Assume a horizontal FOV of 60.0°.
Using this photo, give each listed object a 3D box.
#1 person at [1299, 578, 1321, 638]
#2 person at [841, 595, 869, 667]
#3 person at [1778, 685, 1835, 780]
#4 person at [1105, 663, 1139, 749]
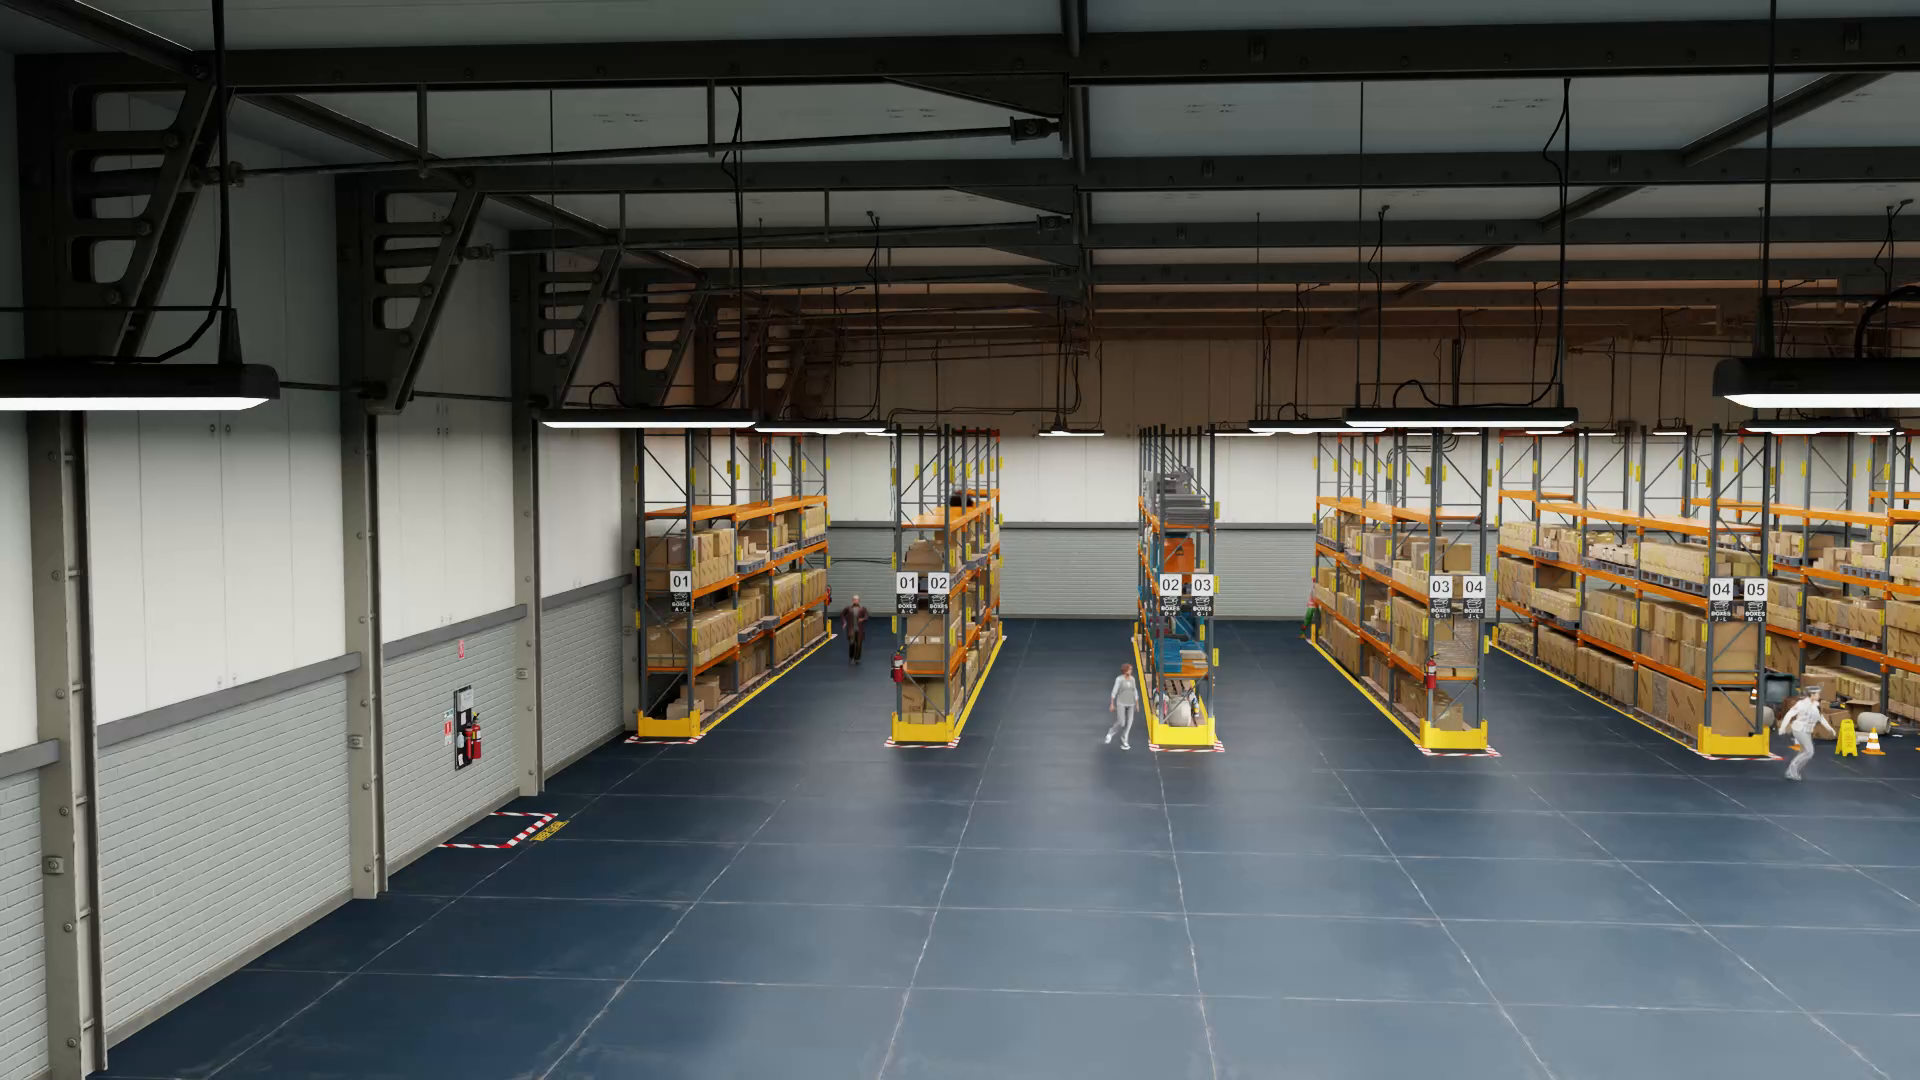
[{"bbox_3d":[10.222,1.935,47.648,0.906,1.741,0.642,2,4,35],"label":"person"},{"bbox_3d":[-2.635,2.293,41.868,0.693,1.790,0.764,0,4,-8],"label":"person"},{"bbox_3d":[14.142,3.215,27.712,0.596,1.609,0.731,-2,4,-32],"label":"person"},{"bbox_3d":[2.979,3.056,30.683,0.553,1.588,0.491,-2,4,-25],"label":"person"}]
